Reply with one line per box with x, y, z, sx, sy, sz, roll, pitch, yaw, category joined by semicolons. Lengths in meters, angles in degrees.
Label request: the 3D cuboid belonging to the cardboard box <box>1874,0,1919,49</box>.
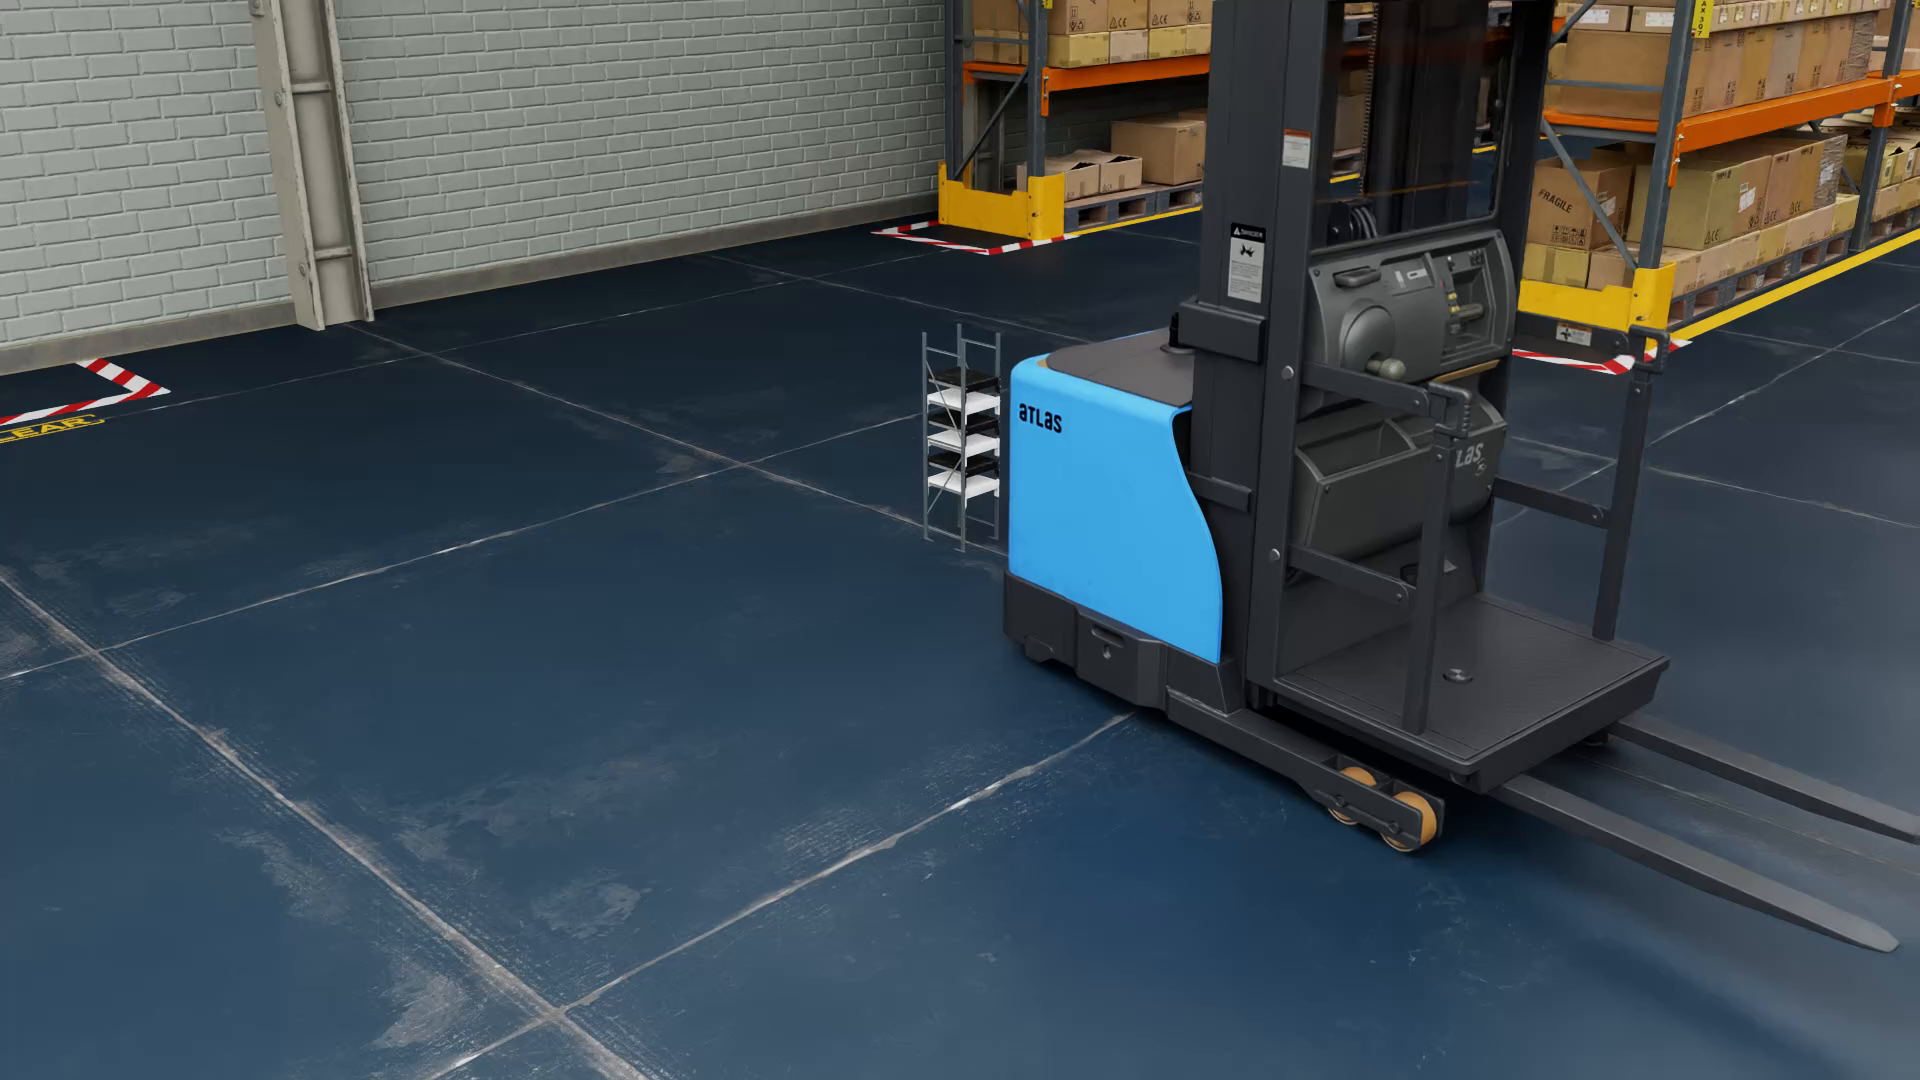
7.535;-4.124;13.484;0.500;0.500;0.500;-18;27;-38;cardboard box

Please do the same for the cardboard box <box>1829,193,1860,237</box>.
6.453;-2.487;12.612;0.500;0.250;0.500;19;28;41;cardboard box

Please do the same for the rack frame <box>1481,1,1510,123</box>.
5.858;-6.016;18.545;1.000;3.000;0.127;19;28;41;rack frame

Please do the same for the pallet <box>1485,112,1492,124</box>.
6.462;-4.898;19.524;1.003;0.211;1.213;19;28;41;pallet

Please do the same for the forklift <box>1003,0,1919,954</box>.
1.484;-0.681;4.761;1.130;2.935;3.031;-17;27;-37;forklift

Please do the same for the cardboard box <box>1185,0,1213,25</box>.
1.894;-4.688;14.226;0.500;0.500;0.500;-19;28;-40;cardboard box

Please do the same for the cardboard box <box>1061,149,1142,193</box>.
1.222;-3.212;14.384;0.500;0.311;0.500;-17;27;-38;cardboard box

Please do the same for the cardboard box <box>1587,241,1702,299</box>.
4.363;-1.715;10.603;0.500;0.250;0.500;19;28;41;cardboard box

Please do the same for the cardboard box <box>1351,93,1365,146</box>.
3.894;-4.365;17.121;0.700;0.500;0.500;19;28;40;cardboard box

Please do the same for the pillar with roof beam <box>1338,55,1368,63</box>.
7.416;-7.621;14.359;9.100;9.000;0.400;19;28;41;pillar with roof beam

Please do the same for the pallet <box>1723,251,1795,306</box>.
5.184;-1.938;11.823;1.003;0.211;1.213;19;28;41;pallet

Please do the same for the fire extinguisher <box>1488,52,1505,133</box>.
3.414;-2.770;10.209;0.296;0.674;0.183;19;28;41;fire extinguisher

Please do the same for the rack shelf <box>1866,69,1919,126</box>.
8.015;-3.927;14.113;1.077;0.370;4.000;19;28;41;rack shelf

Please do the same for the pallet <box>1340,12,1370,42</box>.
3.705;-5.058;16.321;1.003;0.211;1.213;19;28;41;pallet

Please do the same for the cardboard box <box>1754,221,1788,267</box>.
5.410;-2.100;11.606;0.500;0.250;0.500;19;28;41;cardboard box

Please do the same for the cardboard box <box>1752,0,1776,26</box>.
4.976;-3.383;10.651;0.380;0.149;0.250;18;27;39;cardboard box

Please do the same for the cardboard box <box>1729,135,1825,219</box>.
5.750;-2.582;11.814;0.500;0.500;0.500;19;28;41;cardboard box

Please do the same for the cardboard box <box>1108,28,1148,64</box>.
1.197;-4.082;13.694;0.500;0.250;0.500;18;28;39;cardboard box

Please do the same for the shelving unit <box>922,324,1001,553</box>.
0.006;-0.422;6.919;0.258;0.900;0.210;19;28;41;shelving unit

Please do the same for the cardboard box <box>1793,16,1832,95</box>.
5.599;-3.415;11.638;0.500;0.500;0.700;-20;28;-41;cardboard box

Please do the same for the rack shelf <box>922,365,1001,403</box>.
0.006;-0.643;6.834;0.258;0.077;0.200;19;28;41;rack shelf

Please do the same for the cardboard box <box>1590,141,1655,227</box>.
4.677;-2.456;11.486;0.500;0.500;0.500;19;28;41;cardboard box

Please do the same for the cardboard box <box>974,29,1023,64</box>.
0.465;-4.067;13.657;0.500;0.250;0.500;-20;28;-41;cardboard box

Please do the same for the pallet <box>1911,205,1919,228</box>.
7.957;-2.961;14.485;1.003;0.211;1.213;19;28;41;pallet

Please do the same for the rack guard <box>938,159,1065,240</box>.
0.330;-2.812;13.694;1.175;0.500;0.348;19;28;41;rack guard

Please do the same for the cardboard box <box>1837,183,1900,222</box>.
7.079;-2.703;13.173;0.500;0.250;0.500;18;28;39;cardboard box

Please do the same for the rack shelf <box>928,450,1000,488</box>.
0.006;-0.307;6.963;0.258;0.077;0.200;19;28;41;rack shelf

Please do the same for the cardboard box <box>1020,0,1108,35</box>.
0.826;-4.296;13.207;0.500;0.500;0.500;19;28;41;cardboard box

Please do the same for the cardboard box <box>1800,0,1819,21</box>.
5.513;-3.580;11.163;0.250;0.149;0.380;-19;28;-40;cardboard box

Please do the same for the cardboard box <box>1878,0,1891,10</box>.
6.584;-3.975;12.191;0.380;0.149;0.250;19;28;41;cardboard box

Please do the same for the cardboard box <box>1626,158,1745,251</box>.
4.710;-2.194;10.805;0.500;0.500;0.500;19;28;41;cardboard box

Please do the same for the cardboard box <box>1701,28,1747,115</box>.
4.527;-3.020;10.612;0.500;0.500;0.700;-19;28;-41;cardboard box

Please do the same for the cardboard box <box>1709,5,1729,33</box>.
4.440;-3.186;10.138;0.380;0.149;0.250;18;28;39;cardboard box

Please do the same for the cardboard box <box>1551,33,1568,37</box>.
7.670;-5.808;20.415;0.750;0.750;0.750;-19;28;-40;cardboard box

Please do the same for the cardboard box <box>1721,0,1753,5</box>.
4.564;-3.640;10.416;0.700;0.500;0.500;18;28;39;cardboard box

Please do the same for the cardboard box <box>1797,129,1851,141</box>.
7.055;-3.234;13.774;0.500;0.311;0.500;-19;28;-41;cardboard box

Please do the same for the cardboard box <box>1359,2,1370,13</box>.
3.842;-5.504;16.460;0.500;0.500;0.700;-17;27;-37;cardboard box

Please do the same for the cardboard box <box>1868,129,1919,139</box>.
7.800;-3.228;13.757;0.500;0.311;0.500;18;27;39;cardboard box

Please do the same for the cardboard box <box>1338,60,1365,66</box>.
4.234;-4.818;17.255;0.500;0.250;0.500;18;28;39;cardboard box

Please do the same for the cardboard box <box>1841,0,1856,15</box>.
6.046;-3.776;11.674;0.380;0.149;0.250;19;28;41;cardboard box

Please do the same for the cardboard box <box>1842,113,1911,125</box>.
8.117;-3.622;14.784;0.500;0.311;0.500;18;28;39;cardboard box

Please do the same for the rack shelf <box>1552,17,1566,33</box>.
7.254;-6.194;20.012;1.077;0.370;4.000;19;28;41;rack shelf

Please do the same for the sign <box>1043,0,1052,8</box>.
0.666;-4.228;12.686;0.100;0.325;0.005;19;28;41;sign

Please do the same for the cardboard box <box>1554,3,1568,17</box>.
6.682;-6.044;18.941;0.250;0.149;0.380;-19;28;-40;cardboard box
